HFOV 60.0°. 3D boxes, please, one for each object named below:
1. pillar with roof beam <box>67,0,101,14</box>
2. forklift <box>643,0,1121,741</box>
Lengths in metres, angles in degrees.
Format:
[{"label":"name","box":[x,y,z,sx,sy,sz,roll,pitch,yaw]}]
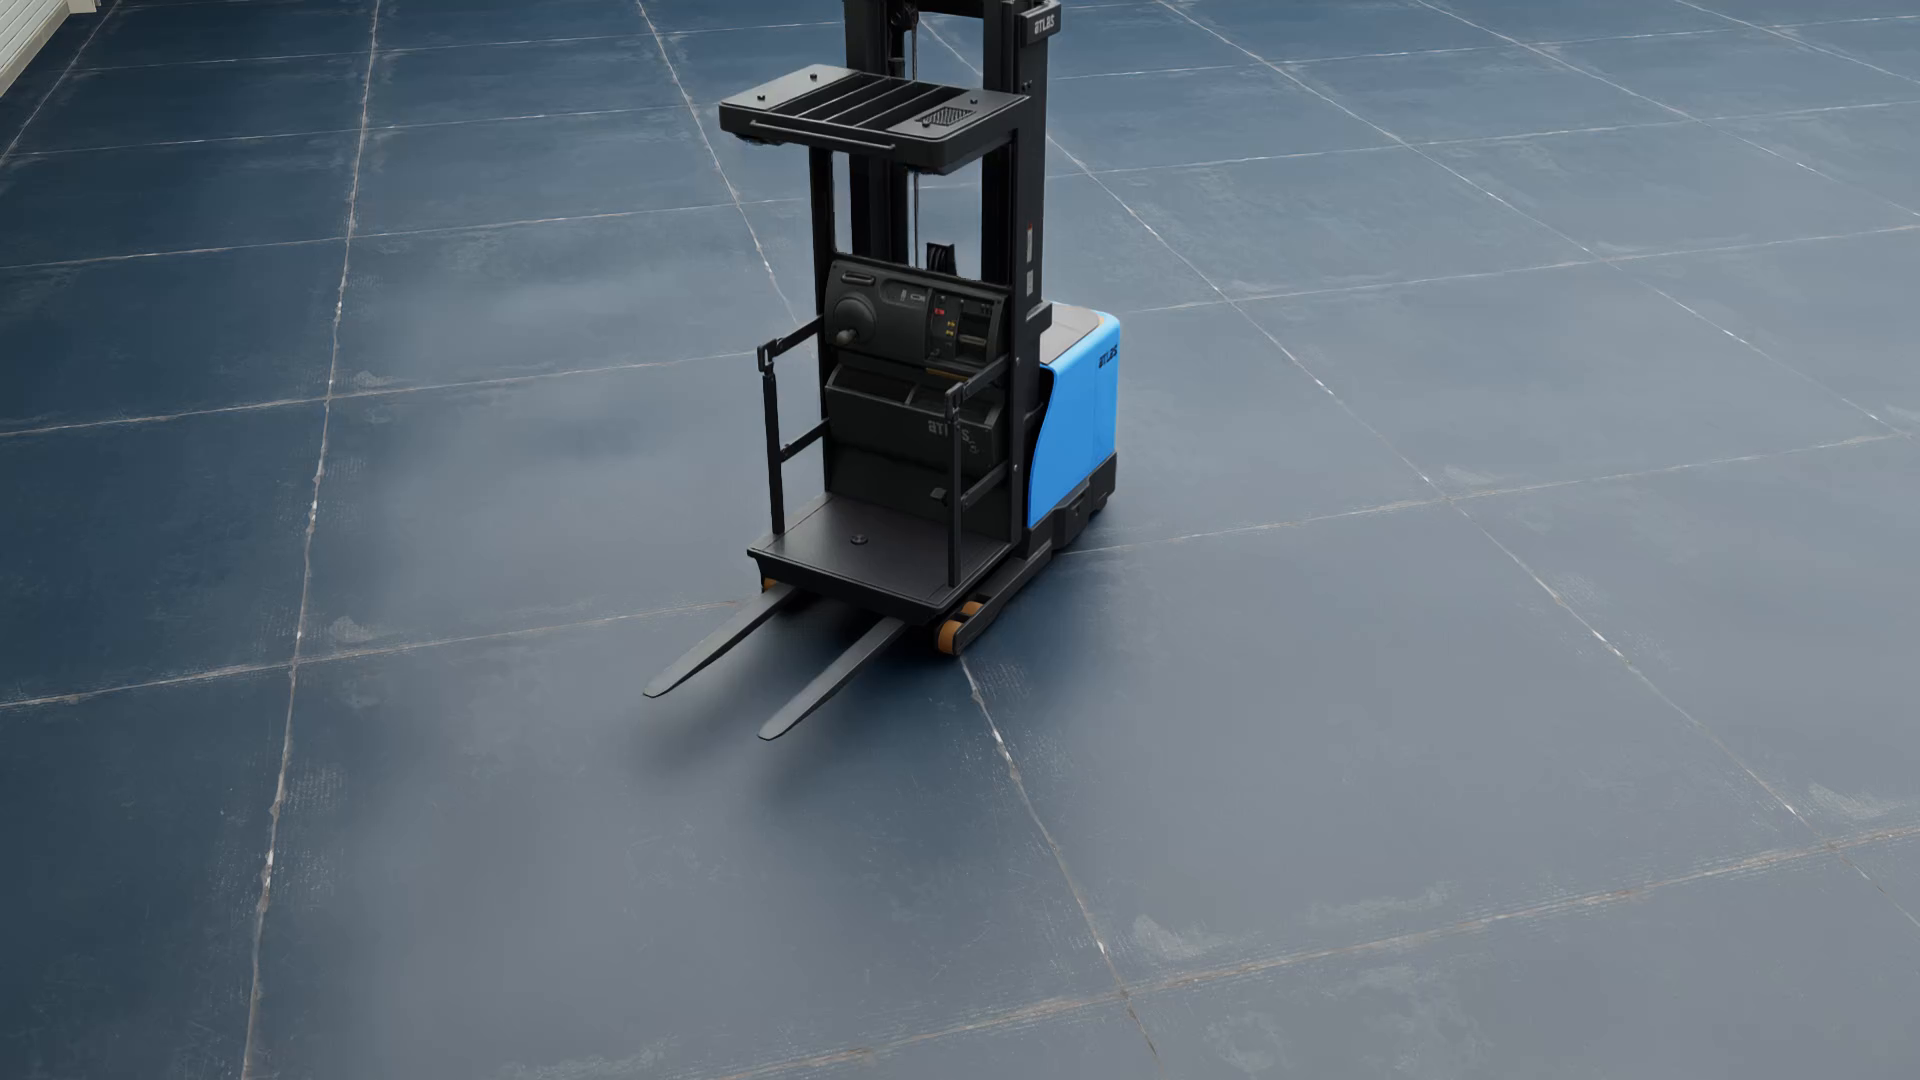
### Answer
[{"label":"pillar with roof beam","box":[-6.126,-10.695,18.245,9.100,9.000,0.400,-8,31,-13]},{"label":"forklift","box":[-0.323,-0.988,7.530,1.130,2.935,3.031,16,34,26]}]
